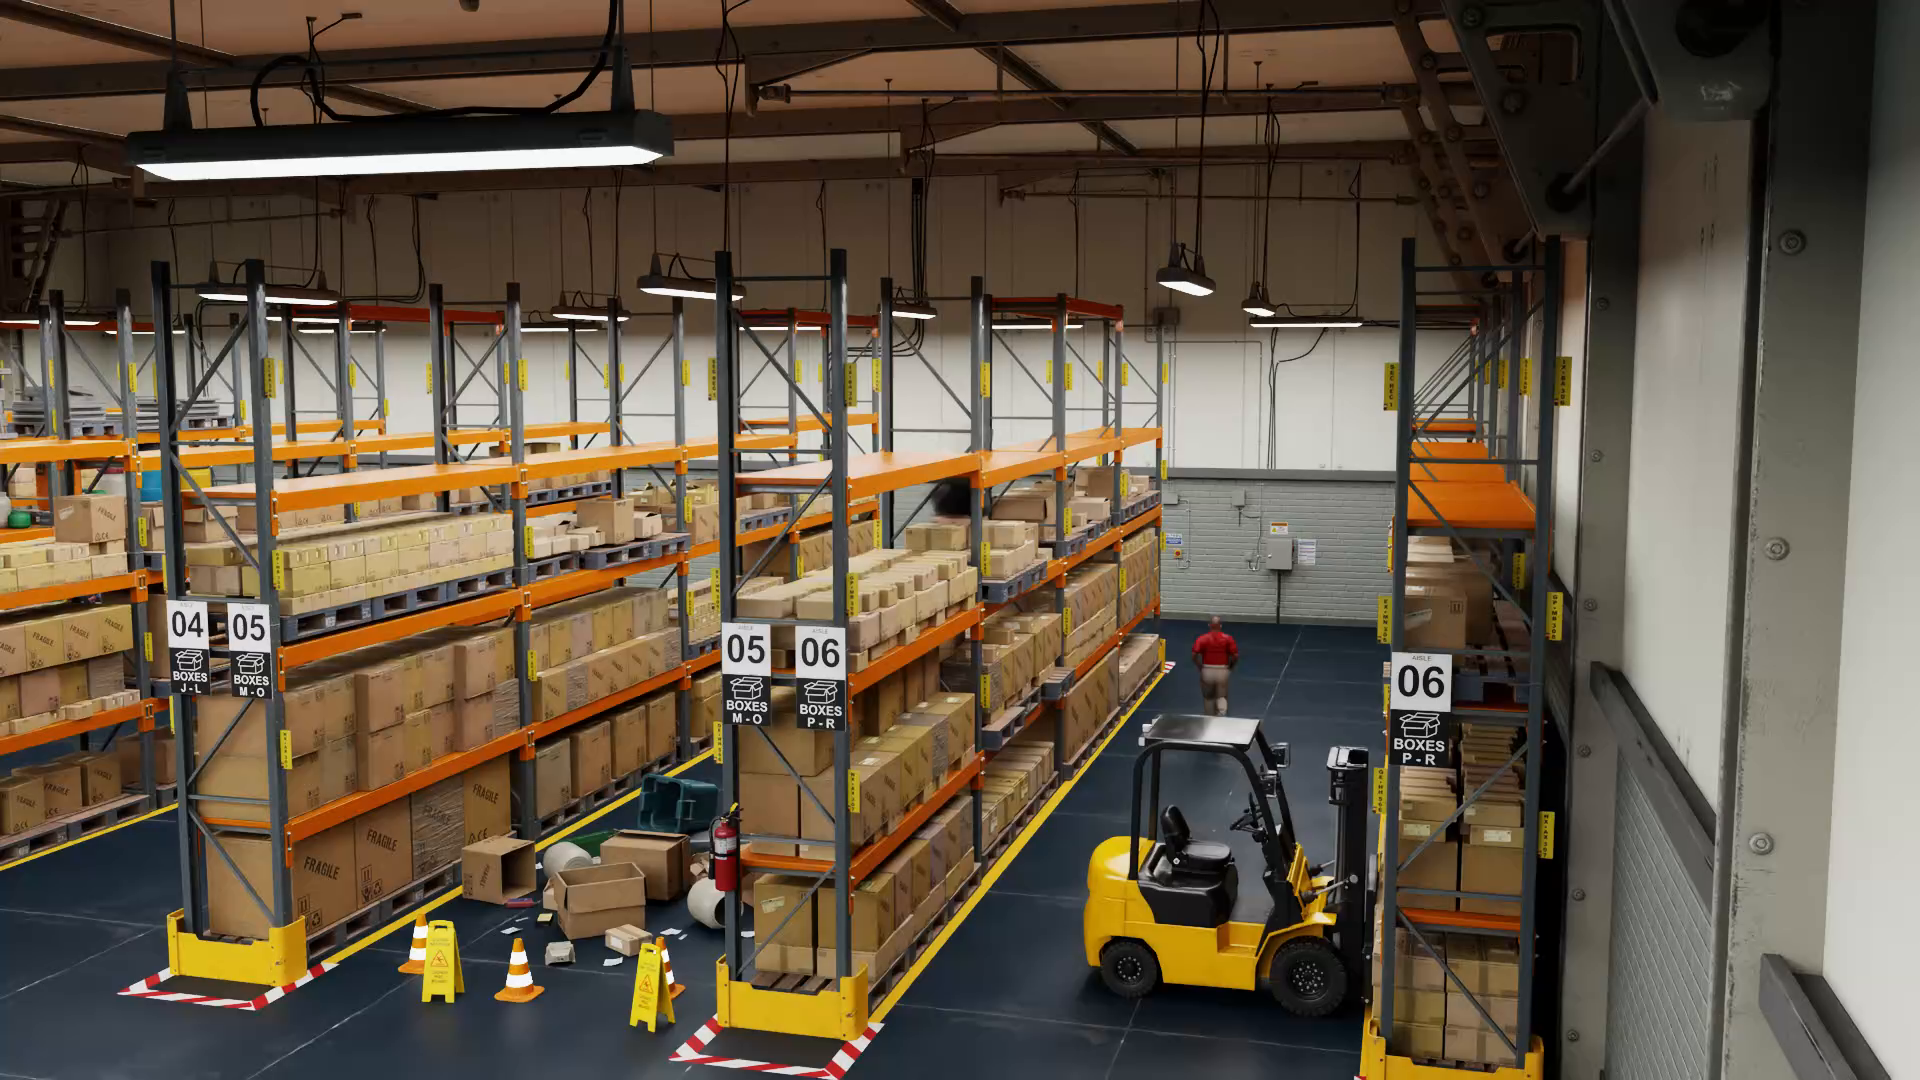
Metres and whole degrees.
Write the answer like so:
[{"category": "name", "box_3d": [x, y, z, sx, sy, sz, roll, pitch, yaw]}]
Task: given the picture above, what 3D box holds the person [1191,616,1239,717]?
[{"category": "person", "box_3d": [3.531, 1.891, 23.094, 0.663, 1.681, 0.708, 1, 6, 8]}]
